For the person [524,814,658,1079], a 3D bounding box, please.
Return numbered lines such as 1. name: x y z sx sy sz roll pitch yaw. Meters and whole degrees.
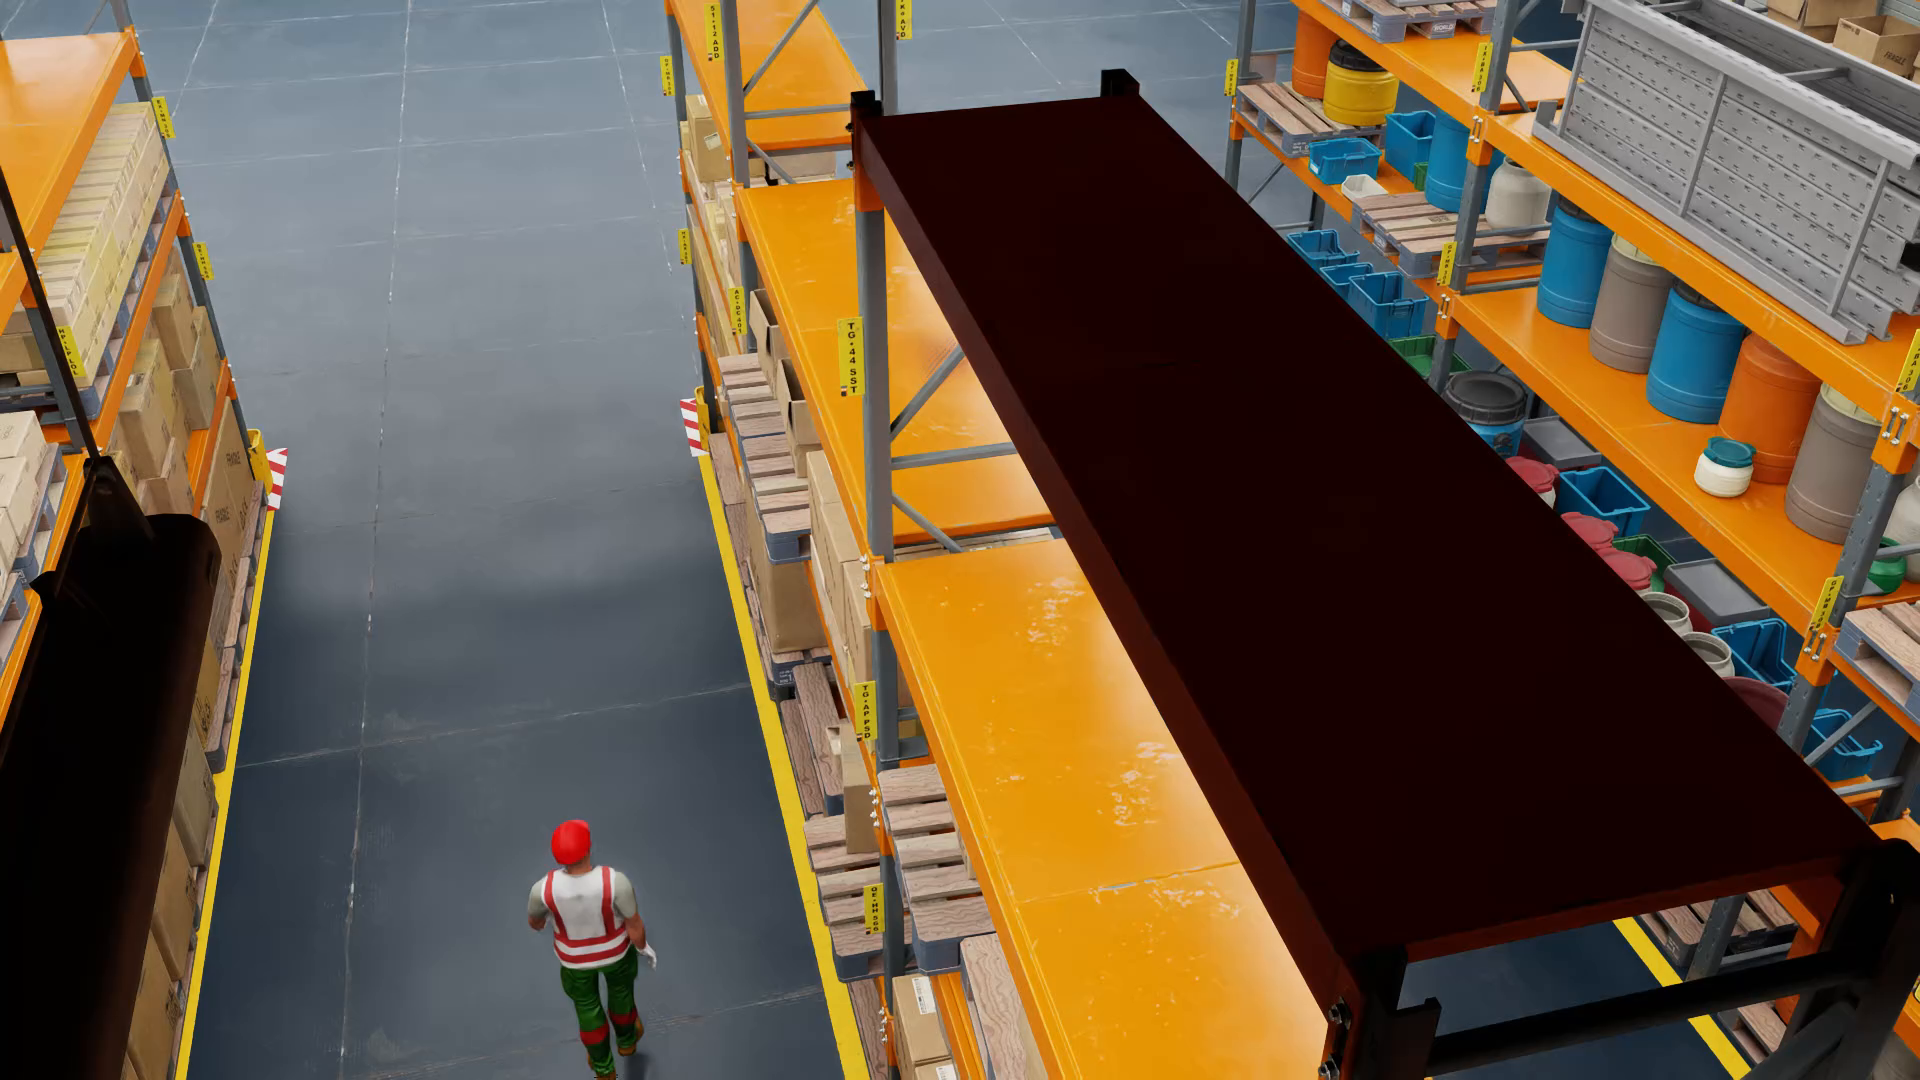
1. person: -2.021 2.191 9.128 0.674 1.790 0.579 -8 35 -11
